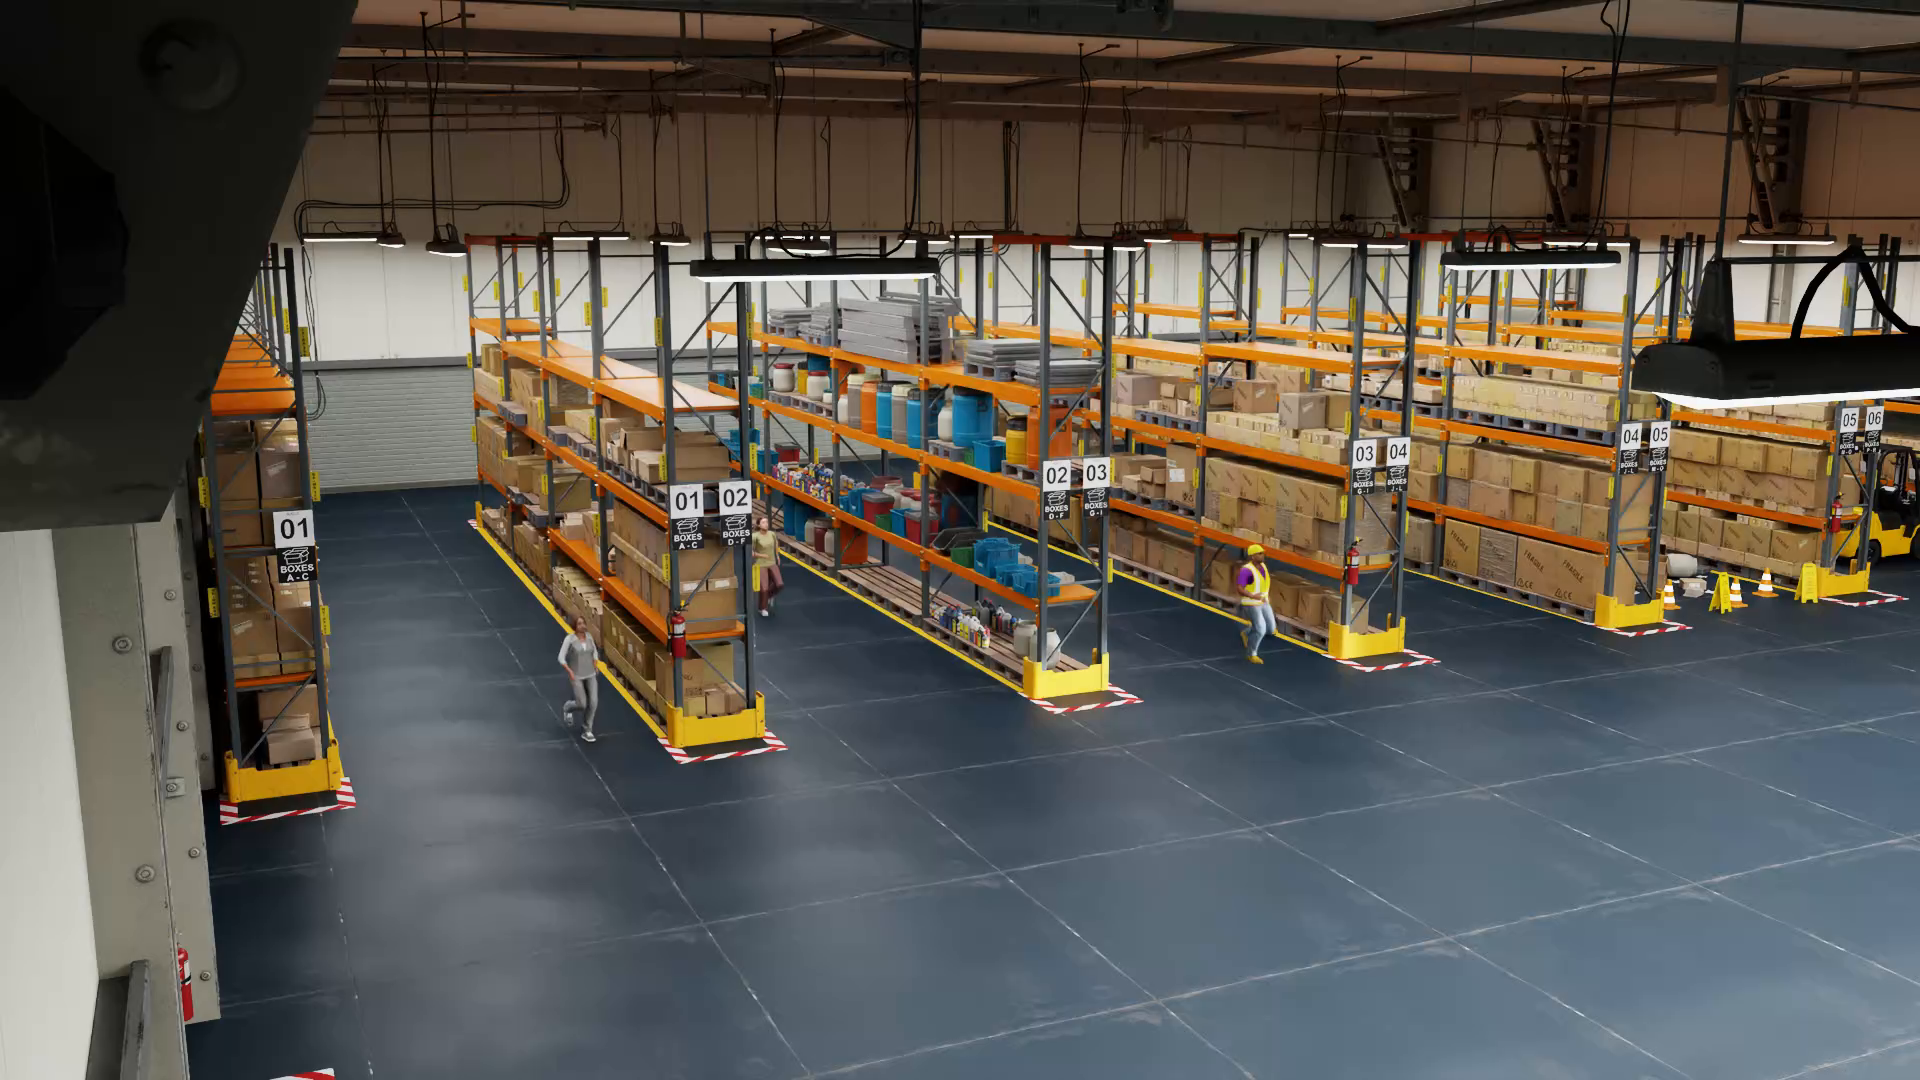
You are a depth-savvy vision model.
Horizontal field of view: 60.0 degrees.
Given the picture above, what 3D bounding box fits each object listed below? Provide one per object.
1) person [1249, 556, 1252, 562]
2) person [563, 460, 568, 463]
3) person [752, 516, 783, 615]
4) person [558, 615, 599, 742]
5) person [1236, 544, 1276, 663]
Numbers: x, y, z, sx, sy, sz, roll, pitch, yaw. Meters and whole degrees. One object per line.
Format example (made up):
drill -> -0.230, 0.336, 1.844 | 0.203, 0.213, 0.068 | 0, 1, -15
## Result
person -> 5.470, -0.429, 30.699 | 0.644, 1.741, 0.578 | -7, 13, -31
person -> -8.384, -1.299, 35.438 | 0.883, 1.650, 0.675 | 7, 13, 31
person -> -3.098, 0.417, 26.749 | 0.589, 1.633, 0.562 | -7, 13, -33
person -> -4.651, 1.677, 20.423 | 0.520, 1.545, 0.597 | -8, 14, -37
person -> 4.248, 0.910, 23.927 | 0.559, 1.718, 0.759 | 10, 14, 40
